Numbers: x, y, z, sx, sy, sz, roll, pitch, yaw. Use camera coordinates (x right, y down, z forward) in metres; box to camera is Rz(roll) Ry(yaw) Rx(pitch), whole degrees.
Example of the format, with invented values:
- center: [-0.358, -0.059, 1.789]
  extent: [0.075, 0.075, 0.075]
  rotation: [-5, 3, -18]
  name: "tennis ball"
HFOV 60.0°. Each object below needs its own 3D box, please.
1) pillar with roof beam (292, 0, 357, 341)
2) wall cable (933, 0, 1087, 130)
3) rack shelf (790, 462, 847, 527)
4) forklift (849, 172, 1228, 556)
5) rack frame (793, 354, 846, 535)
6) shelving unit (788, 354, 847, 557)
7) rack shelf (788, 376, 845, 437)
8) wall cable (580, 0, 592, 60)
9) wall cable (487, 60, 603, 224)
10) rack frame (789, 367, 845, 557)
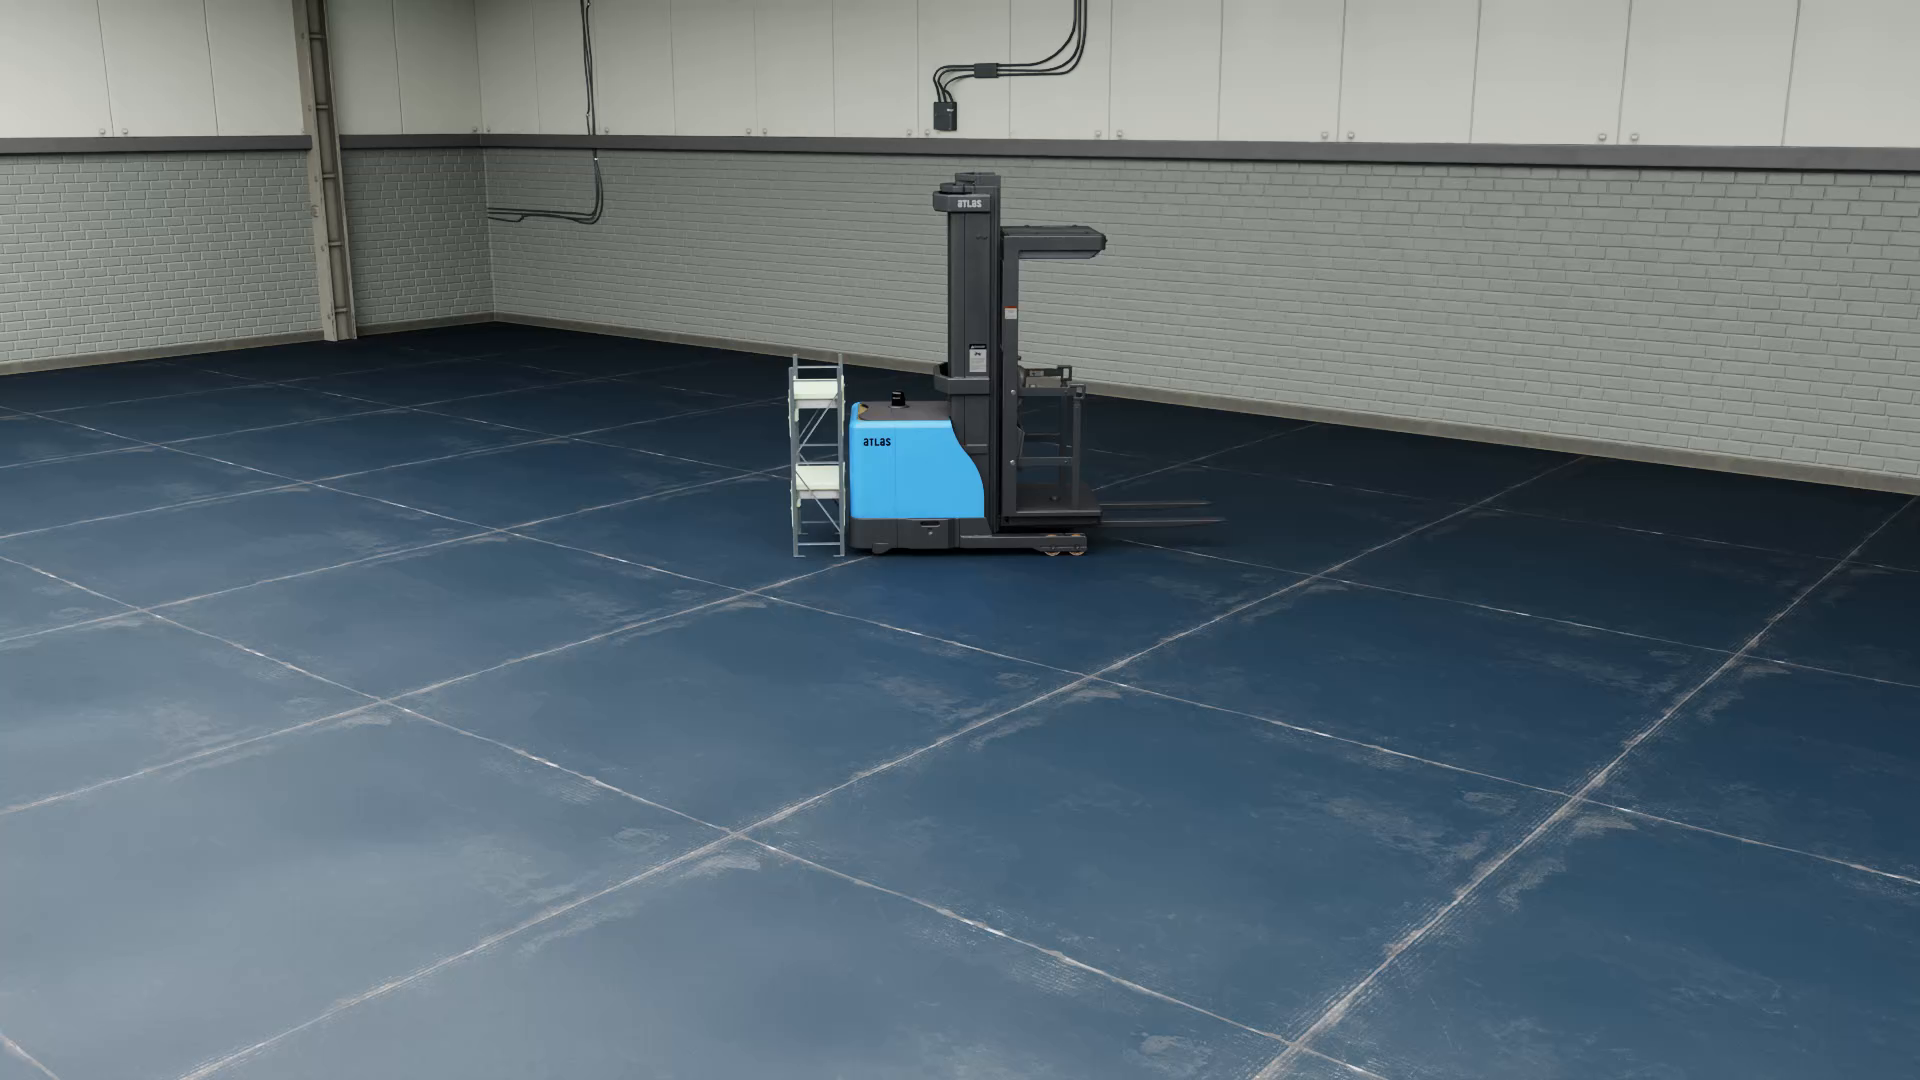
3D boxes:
- center: [-6.329, -6.833, 22.244]
  extent: [9.100, 9.000, 0.400]
  rotation: [11, 18, 38]
  name: "pillar with roof beam"
- center: [0.577, -8.035, 20.068]
  extent: [2.305, 6.003, 0.169]
  rotation: [11, 18, 38]
  name: "wall cable"
- center: [-1.130, -0.370, 13.357]
  extent: [0.431, 0.370, 0.720]
  rotation: [-1, 14, -3]
  name: "rack shelf"
- center: [0.622, -1.427, 13.286]
  extent: [3.031, 2.935, 1.130]
  rotation: [-1, 14, -2]
  name: "forklift"
- center: [-1.150, -0.776, 13.631]
  extent: [0.400, 1.500, 0.023]
  rotation: [-1, 14, -3]
  name: "rack frame"
- center: [-1.130, -0.686, 13.277]
  extent: [0.431, 1.500, 0.755]
  rotation: [-1, 14, -3]
  name: "shelving unit"
- center: [-1.130, -1.064, 13.180]
  extent: [0.431, 0.370, 0.720]
  rotation: [-1, 14, -3]
  name: "rack shelf"
- center: [-4.693, -8.383, 24.395]
  extent: [3.097, 2.526, 0.112]
  rotation: [11, 18, 38]
  name: "wall cable"
- center: [-6.797, -6.354, 26.664]
  extent: [3.097, 2.526, 0.112]
  rotation: [11, 18, 38]
  name: "wall cable"
- center: [-1.110, -0.596, 12.922]
  extent: [0.400, 1.500, 0.023]
  rotation: [-1, 14, -3]
  name: "rack frame"
